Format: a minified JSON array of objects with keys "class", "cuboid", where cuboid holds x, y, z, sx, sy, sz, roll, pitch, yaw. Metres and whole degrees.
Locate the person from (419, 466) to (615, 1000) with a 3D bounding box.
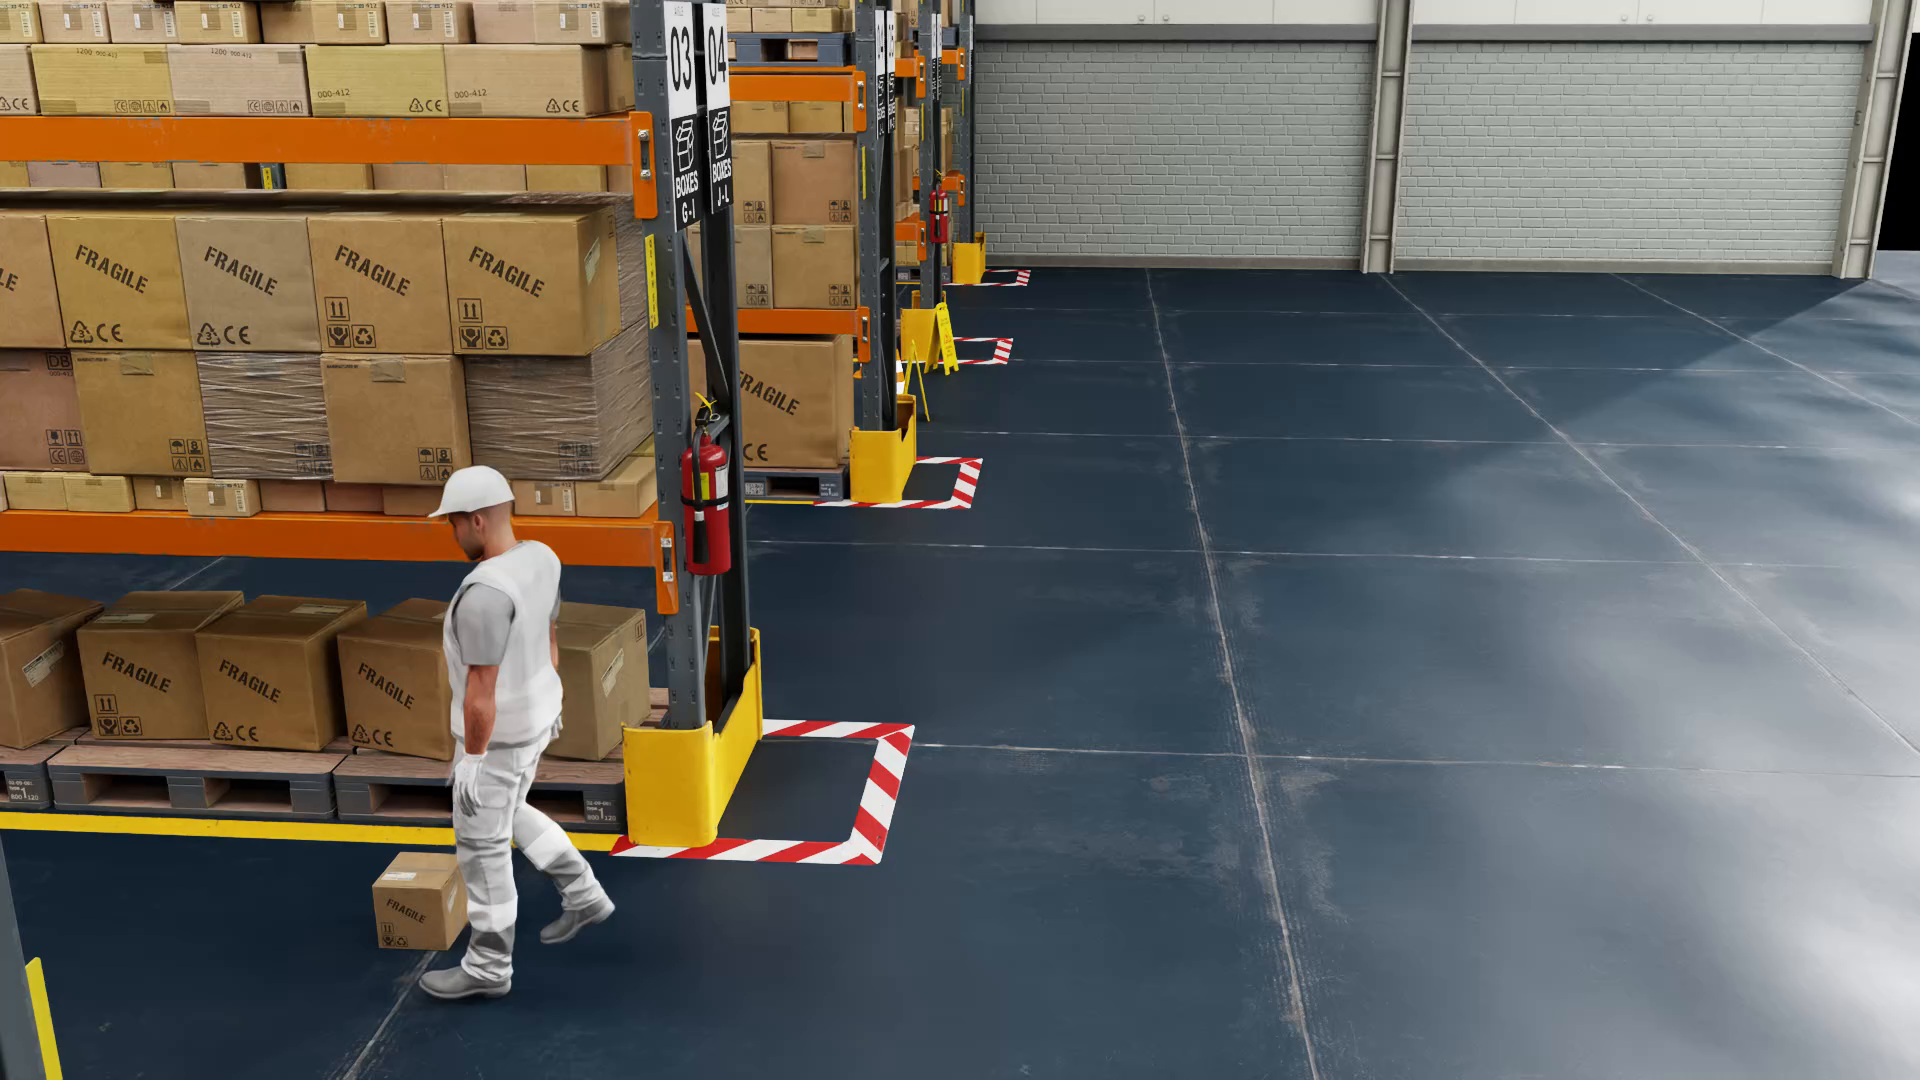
[{"class":"person","cuboid":[-1.502,0.629,5.442,0.558,1.782,0.648,3,18,10]}]
